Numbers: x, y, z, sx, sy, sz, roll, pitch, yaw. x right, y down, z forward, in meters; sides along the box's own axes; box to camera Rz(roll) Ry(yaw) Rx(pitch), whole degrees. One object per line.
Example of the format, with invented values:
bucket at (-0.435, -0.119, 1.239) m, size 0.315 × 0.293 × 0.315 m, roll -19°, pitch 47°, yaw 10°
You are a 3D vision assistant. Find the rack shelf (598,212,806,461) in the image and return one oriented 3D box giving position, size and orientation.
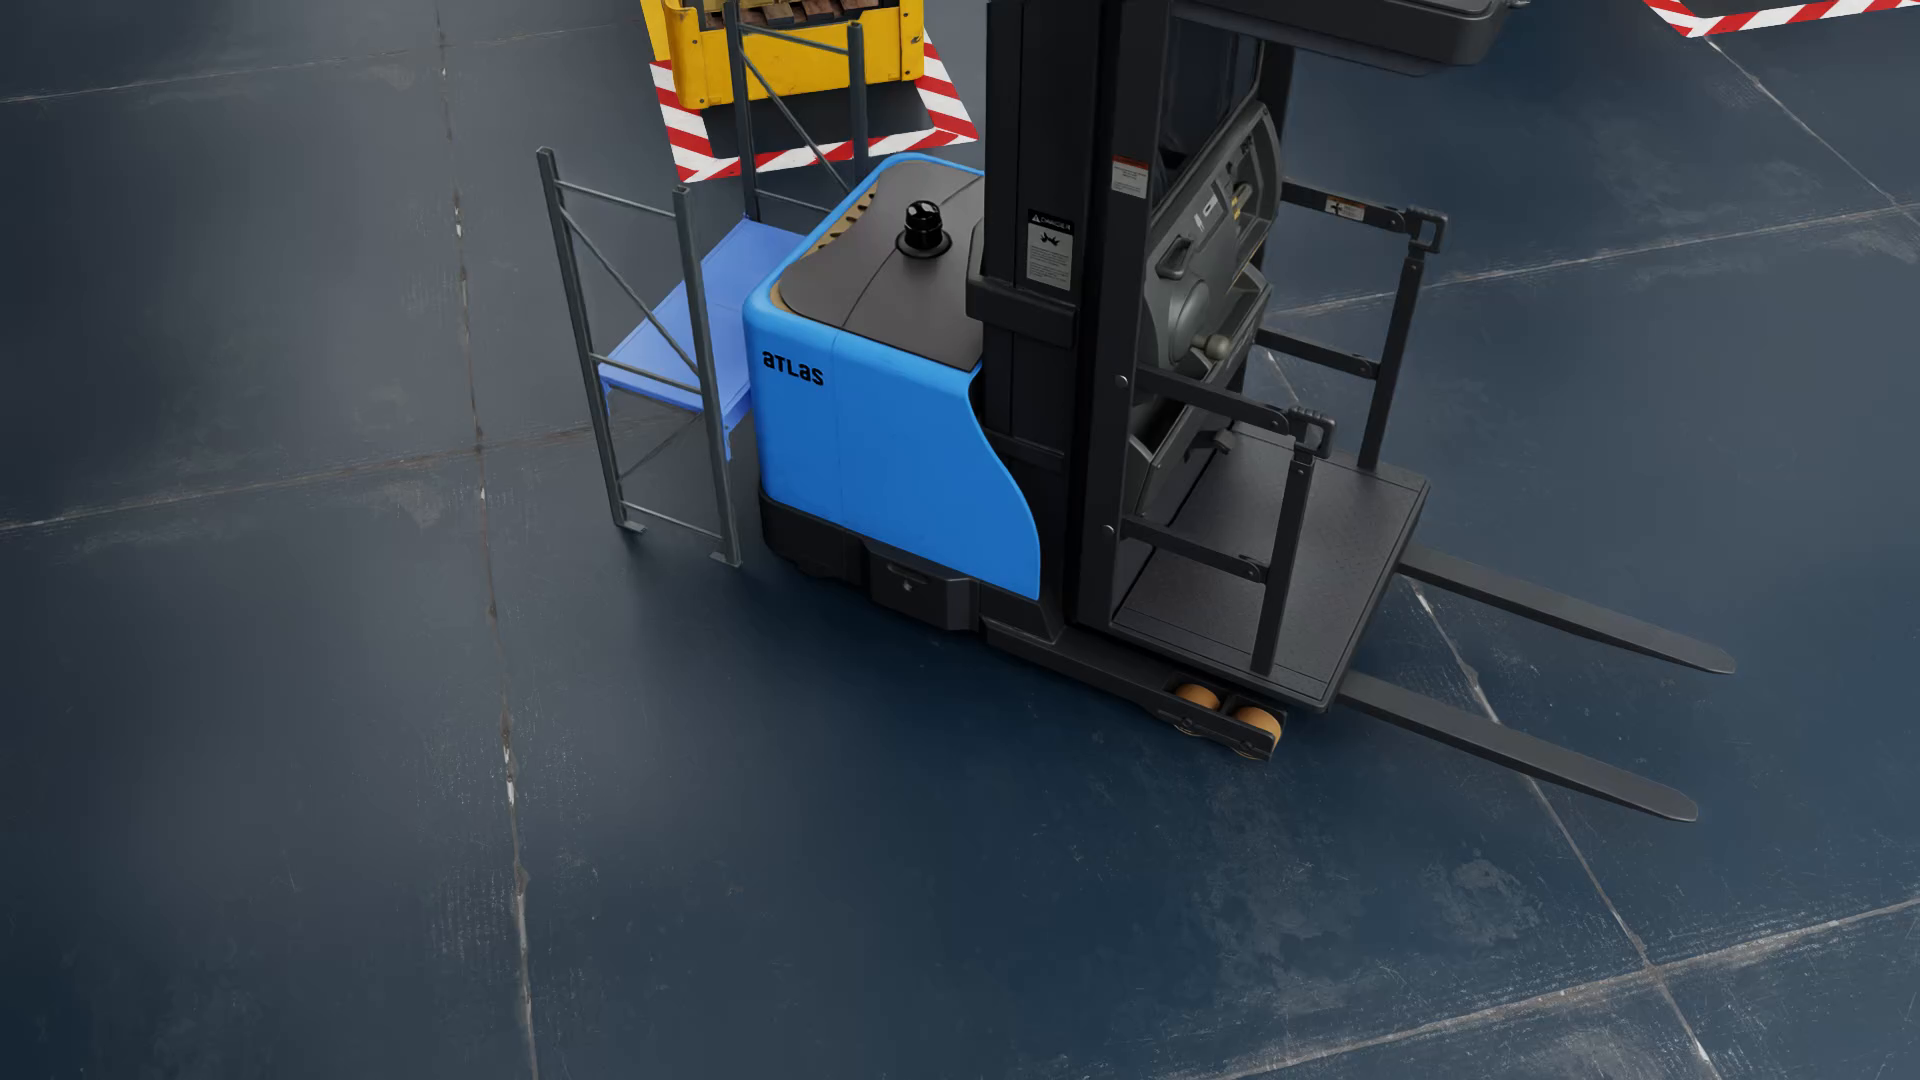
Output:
rack shelf at (-0.757, -0.716, 5.654) m, size 0.538 × 0.185 × 1.000 m, roll 19°, pitch 49°, yaw 18°

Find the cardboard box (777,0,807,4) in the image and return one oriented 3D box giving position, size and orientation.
cardboard box at (-0.693, -2.871, 8.095) m, size 0.500 × 0.250 × 0.500 m, roll -11°, pitch 47°, yaw -10°

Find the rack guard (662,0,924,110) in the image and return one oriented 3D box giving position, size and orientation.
rack guard at (-0.765, -2.384, 7.736) m, size 1.175 × 0.500 × 0.348 m, roll -11°, pitch 47°, yaw -10°

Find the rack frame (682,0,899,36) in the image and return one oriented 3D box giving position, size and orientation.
rack frame at (-0.771, -3.275, 6.860) m, size 1.000 × 3.000 × 0.127 m, roll -11°, pitch 47°, yaw -10°

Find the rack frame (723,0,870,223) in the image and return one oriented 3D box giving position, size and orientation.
rack frame at (-0.538, -1.170, 5.846) m, size 0.500 × 1.500 × 0.032 m, roll 19°, pitch 49°, yaw 18°

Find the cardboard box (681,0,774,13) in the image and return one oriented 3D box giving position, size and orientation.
cardboard box at (-1.194, -2.776, 8.002) m, size 0.500 × 0.250 × 0.500 m, roll -11°, pitch 47°, yaw -10°

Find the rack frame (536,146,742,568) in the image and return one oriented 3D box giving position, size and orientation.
rack frame at (-0.977, -0.515, 5.204) m, size 0.500 × 1.500 × 0.032 m, roll 19°, pitch 49°, yaw 18°

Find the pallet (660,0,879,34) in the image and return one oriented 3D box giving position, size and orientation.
pallet at (-1.007, -2.820, 8.366) m, size 1.003 × 0.211 × 1.213 m, roll -11°, pitch 47°, yaw -10°

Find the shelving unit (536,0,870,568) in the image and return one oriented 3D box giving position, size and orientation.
shelving unit at (-0.757, -0.842, 5.525) m, size 0.538 × 1.500 × 1.048 m, roll 19°, pitch 49°, yaw 18°

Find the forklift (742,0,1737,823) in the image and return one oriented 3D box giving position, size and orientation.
forklift at (0.877, -0.792, 4.474) m, size 3.031 × 2.935 × 1.130 m, roll 21°, pitch 49°, yaw 19°
